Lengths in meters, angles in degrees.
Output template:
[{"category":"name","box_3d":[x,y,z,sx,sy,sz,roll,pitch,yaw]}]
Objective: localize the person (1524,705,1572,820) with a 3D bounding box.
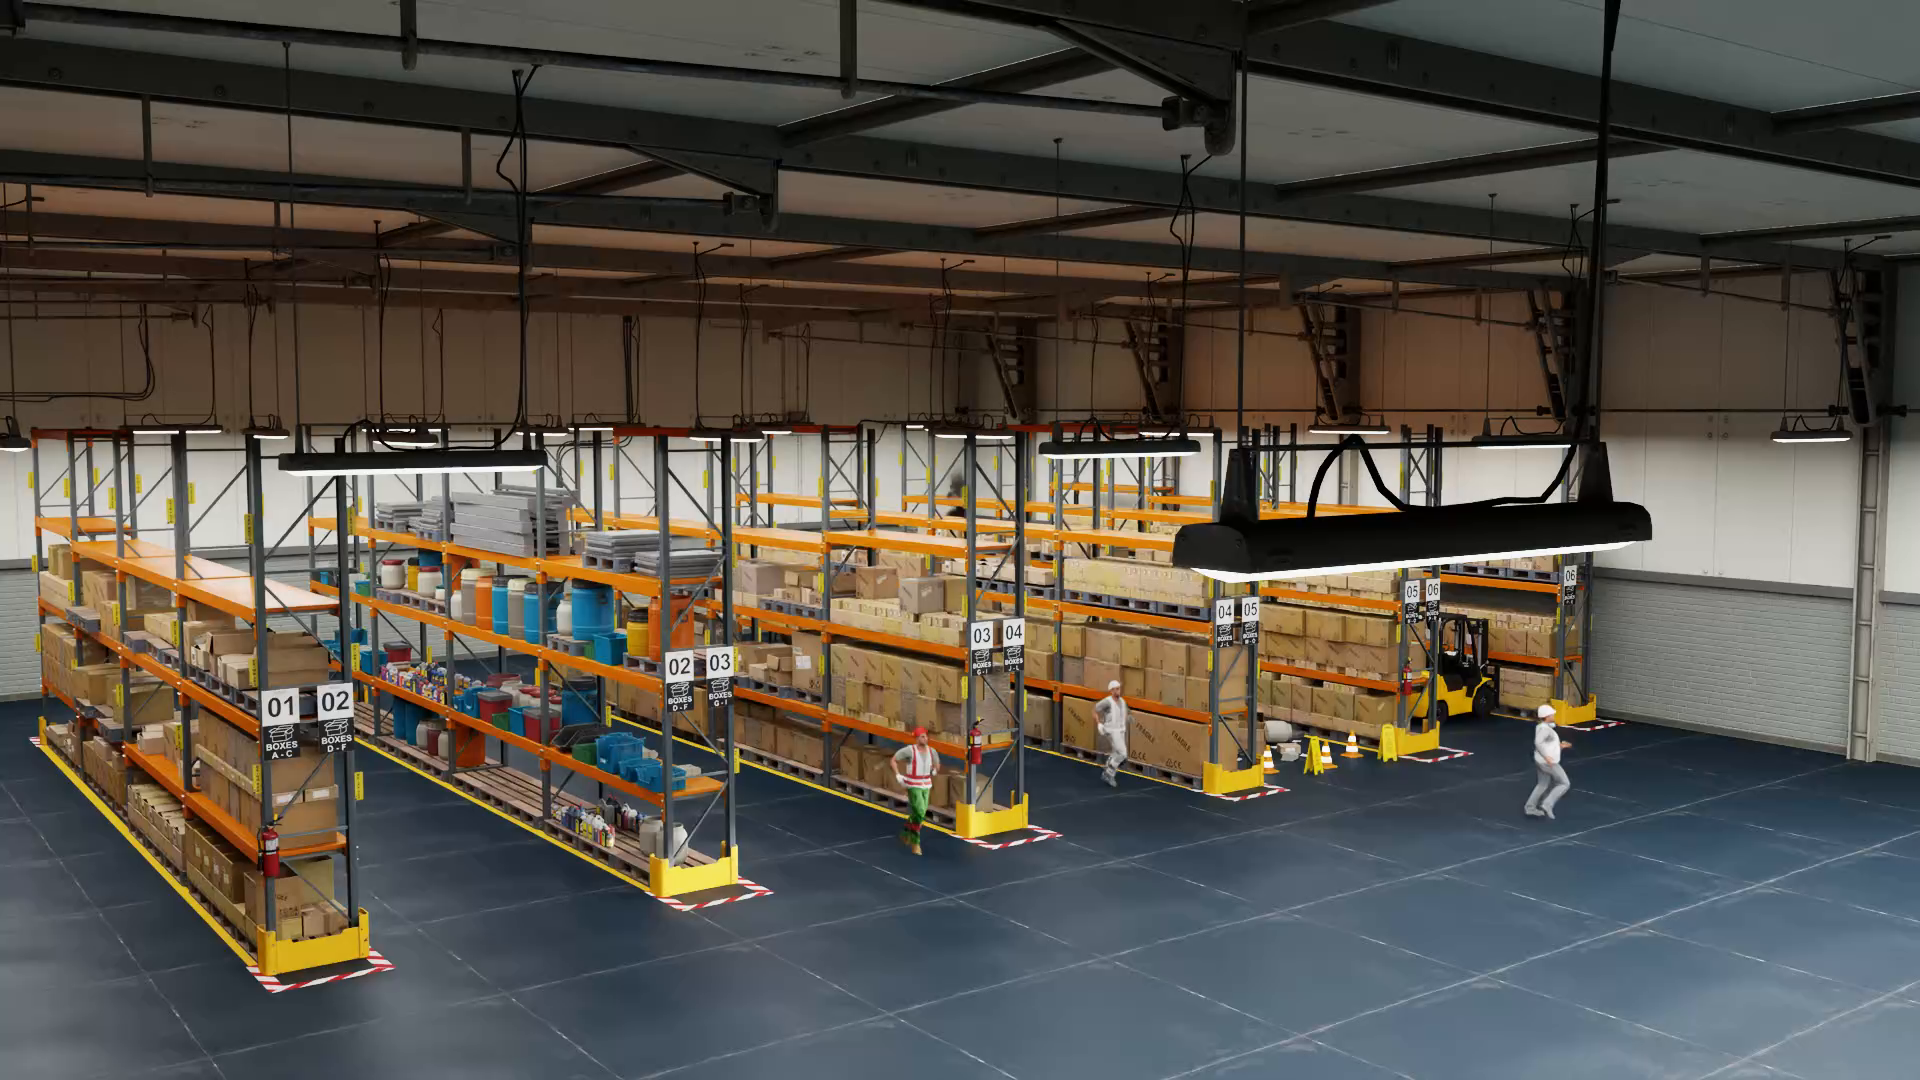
[{"category":"person","box_3d":[9.101,3.433,25.691,0.694,1.772,0.631,0,4,4]}]

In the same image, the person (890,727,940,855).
[{"category":"person","box_3d":[-0.607,3.584,23.891,0.704,1.826,0.684,-3,5,-35]}]

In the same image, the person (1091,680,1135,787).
[{"category":"person","box_3d":[2.627,3.247,27.898,0.690,1.775,0.641,4,6,43]}]

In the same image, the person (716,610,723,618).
[{"category":"person","box_3d":[-5.955,2.338,41.245,0.582,1.576,0.693,4,6,41]}]

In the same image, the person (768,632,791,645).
[{"category":"person","box_3d":[-4.586,2.142,42.383,0.825,1.847,0.666,-3,5,-35]}]
